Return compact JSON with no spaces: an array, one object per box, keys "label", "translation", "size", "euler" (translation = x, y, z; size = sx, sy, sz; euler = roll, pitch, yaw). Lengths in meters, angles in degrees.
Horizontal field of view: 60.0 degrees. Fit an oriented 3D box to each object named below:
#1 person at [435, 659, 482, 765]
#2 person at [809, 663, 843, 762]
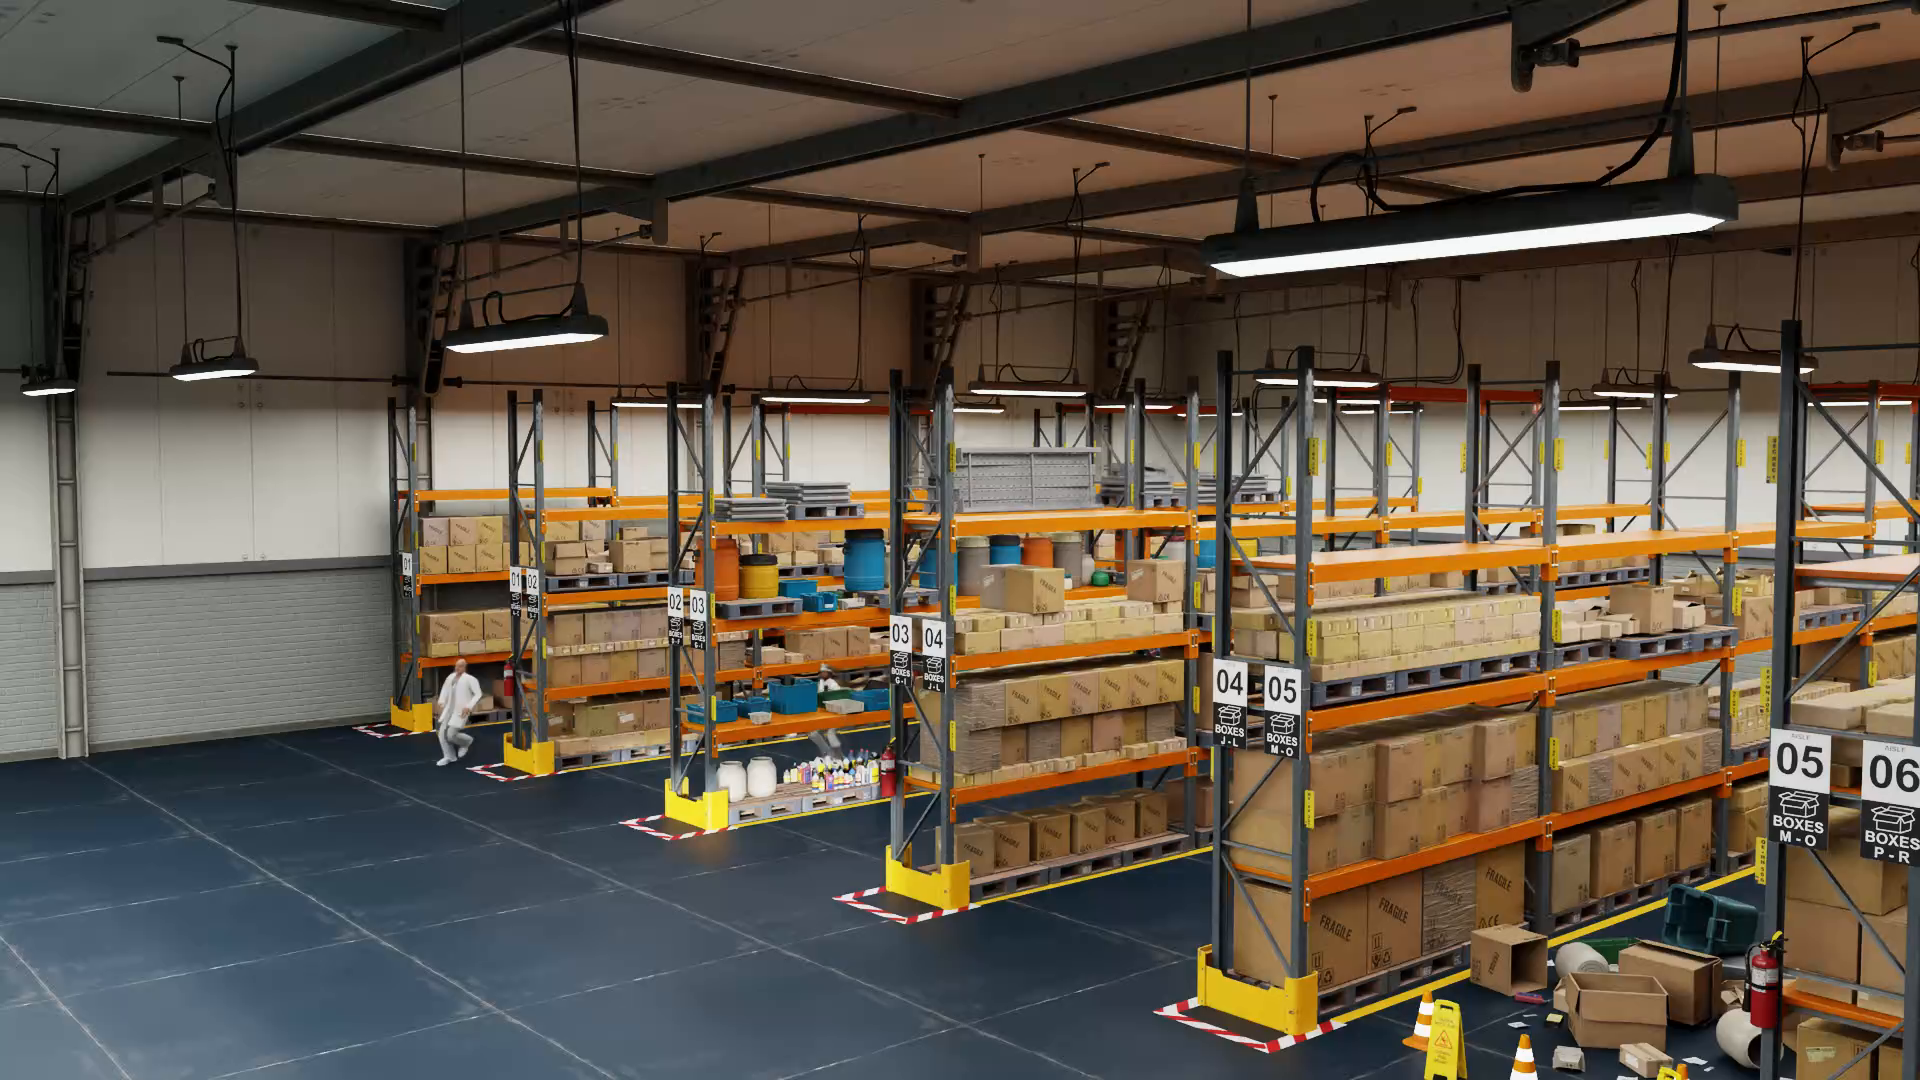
[{"label":"person","translation":[-8.046,2.759,26.747],"size":[0.759,1.718,0.605],"euler":[2,4,26]},{"label":"person","translation":[-2.148,2.773,26.518],"size":[0.543,1.650,0.723],"euler":[3,4,38]}]
